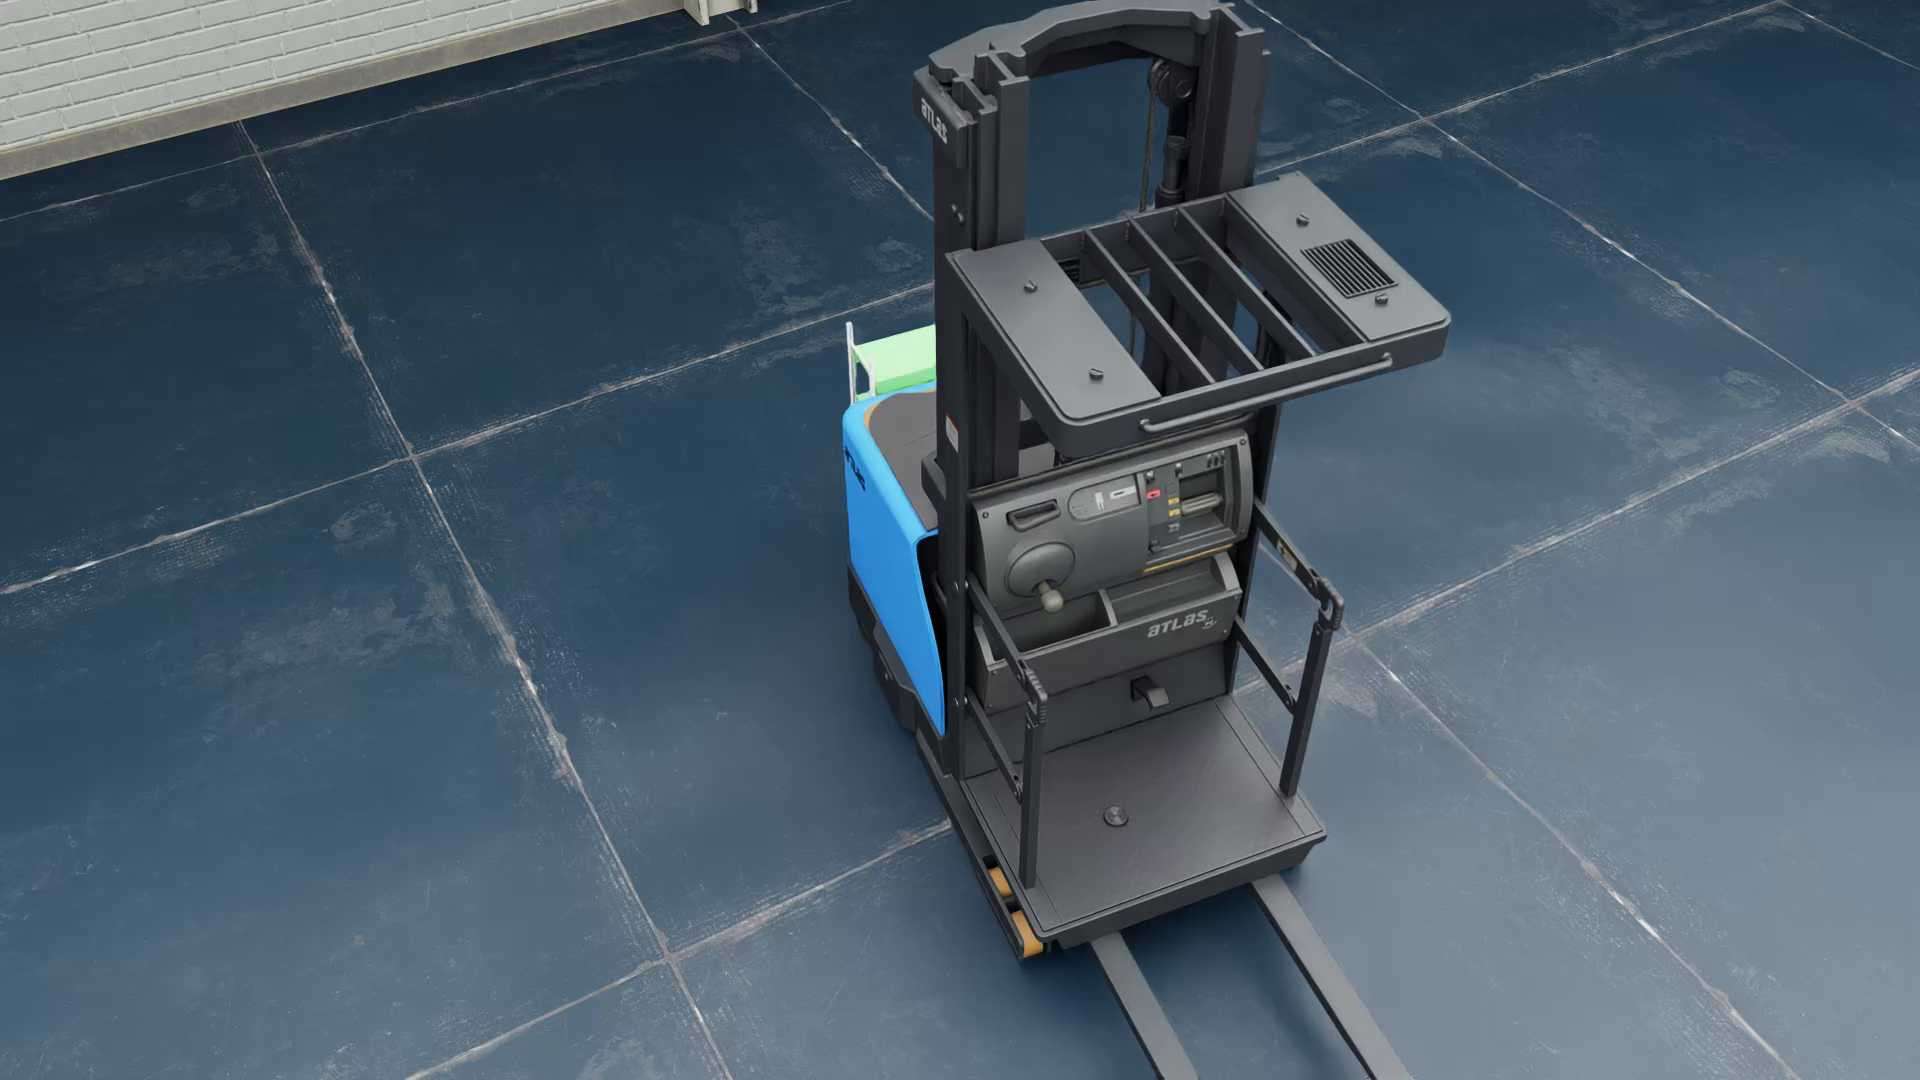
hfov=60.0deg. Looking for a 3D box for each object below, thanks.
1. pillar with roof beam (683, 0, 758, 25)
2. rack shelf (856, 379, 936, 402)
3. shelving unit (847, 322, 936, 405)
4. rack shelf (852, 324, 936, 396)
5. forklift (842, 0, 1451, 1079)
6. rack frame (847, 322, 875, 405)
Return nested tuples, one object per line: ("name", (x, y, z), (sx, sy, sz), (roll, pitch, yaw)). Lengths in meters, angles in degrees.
("pillar with roof beam", (0.601, -4.051, 4.892), (0.400, 9.000, 9.100), (-22, 48, -21))
("rack shelf", (-0.152, -0.515, 6.596), (0.480, 0.148, 0.258), (-18, 47, -17))
("shelving unit", (-0.152, -0.389, 6.719), (0.503, 1.200, 0.258), (-18, 47, -17))
("rack shelf", (-0.152, -0.688, 6.429), (0.480, 0.148, 0.258), (-18, 47, -17))
("forklift", (0.576, 0.036, 5.038), (1.130, 2.935, 3.031), (-16, 46, -16))
("rack frame", (-0.374, -0.319, 6.646), (0.015, 1.200, 0.240), (-18, 47, -17))
